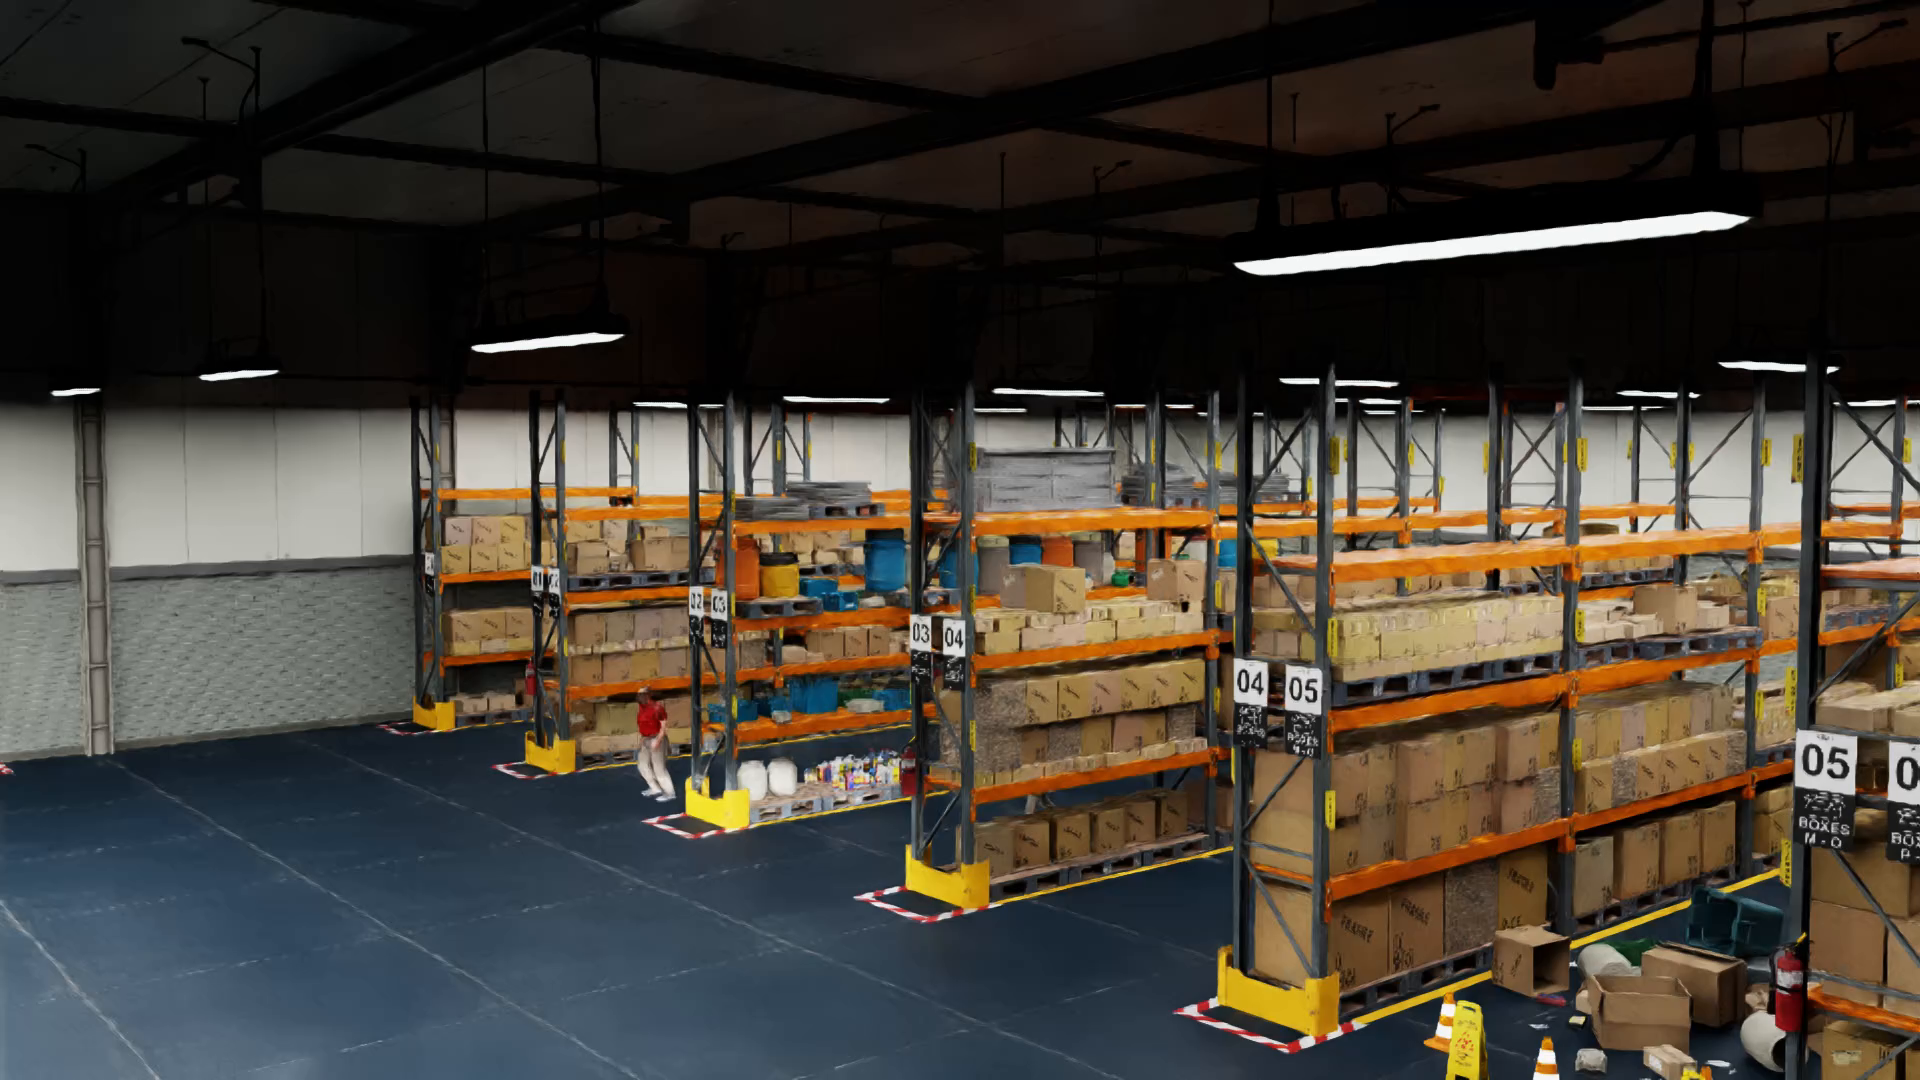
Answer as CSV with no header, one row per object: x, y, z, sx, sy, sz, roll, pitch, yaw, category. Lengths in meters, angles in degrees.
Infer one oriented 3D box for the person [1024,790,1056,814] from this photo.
0.953,3.077,21.576,1.086,1.589,0.495,-2,4,-37,person

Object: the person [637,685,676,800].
-4.428,2.913,24.057,0.529,1.676,0.682,-3,4,-41,person
